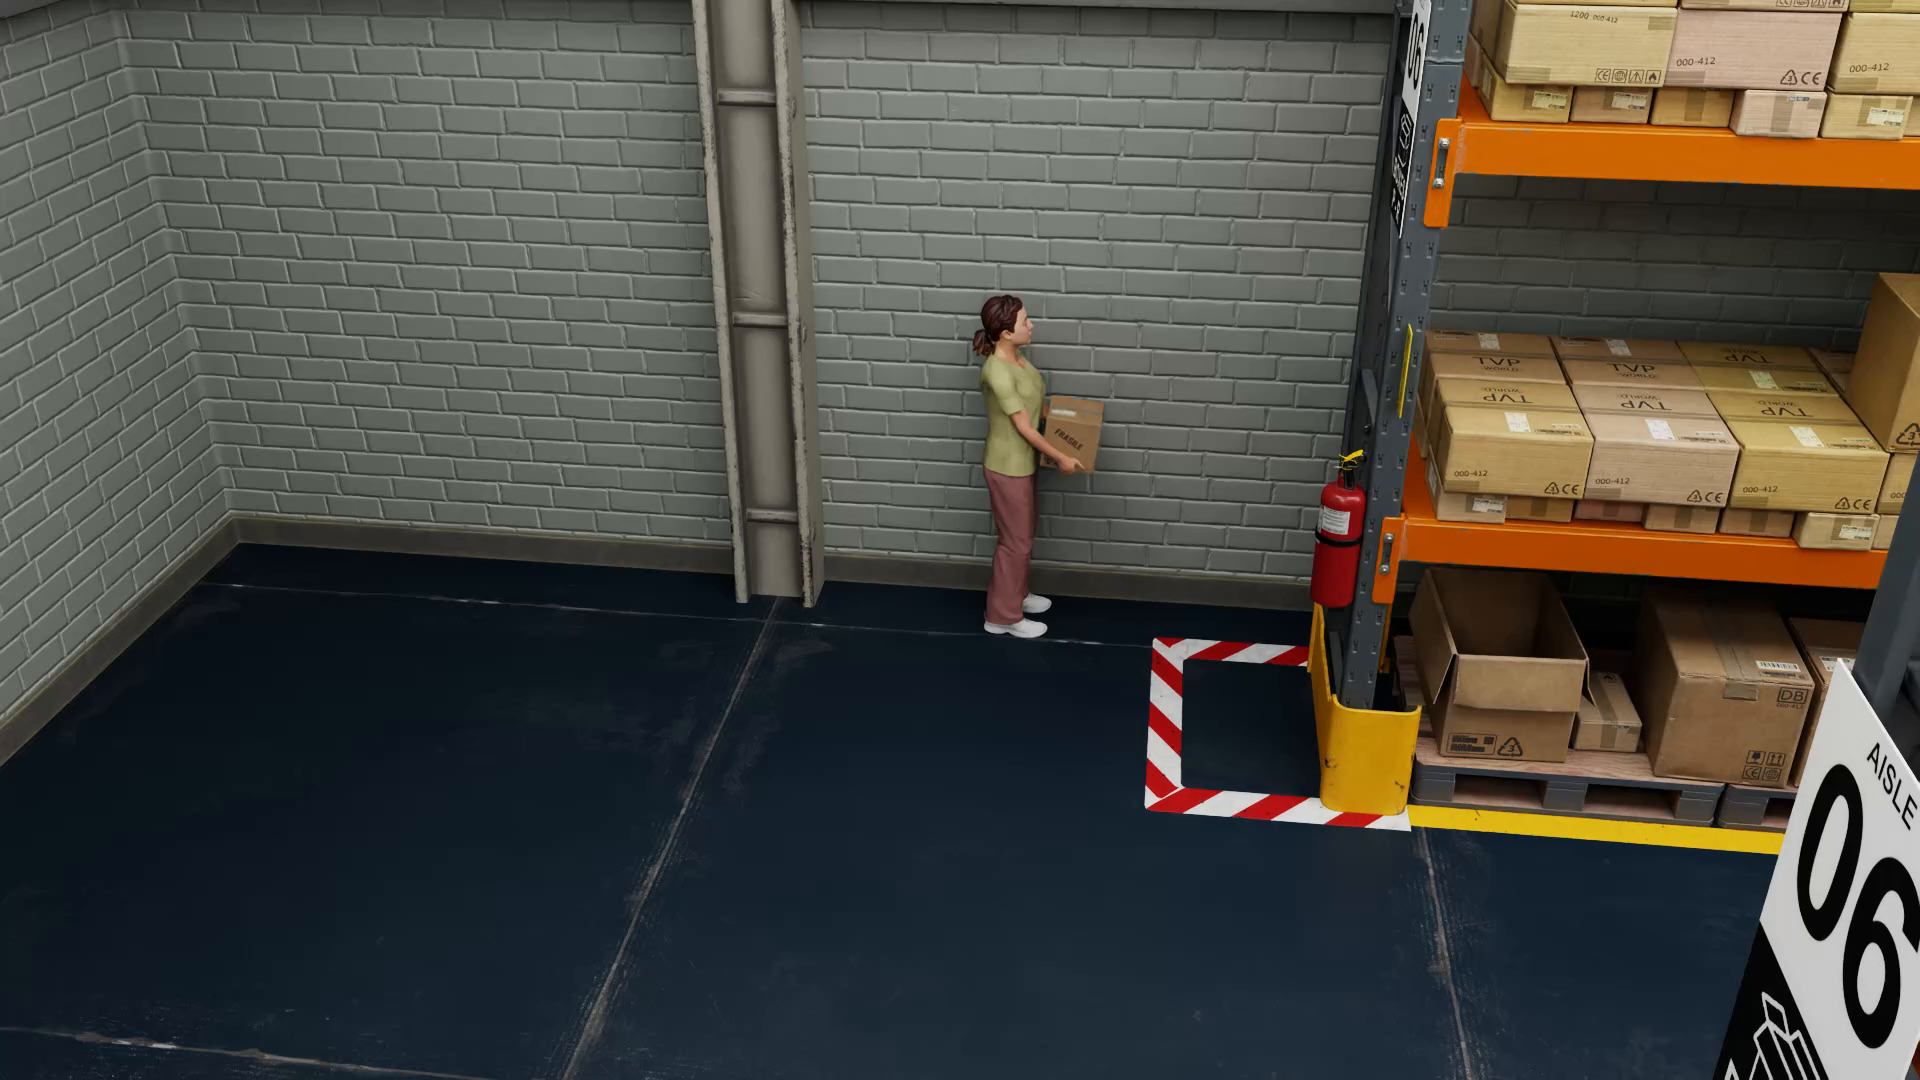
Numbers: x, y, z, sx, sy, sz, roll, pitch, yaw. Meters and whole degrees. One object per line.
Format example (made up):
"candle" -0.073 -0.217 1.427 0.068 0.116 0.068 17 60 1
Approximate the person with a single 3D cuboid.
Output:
"person" 0.316 -0.340 7.764 0.549 1.665 0.426 4 29 7
